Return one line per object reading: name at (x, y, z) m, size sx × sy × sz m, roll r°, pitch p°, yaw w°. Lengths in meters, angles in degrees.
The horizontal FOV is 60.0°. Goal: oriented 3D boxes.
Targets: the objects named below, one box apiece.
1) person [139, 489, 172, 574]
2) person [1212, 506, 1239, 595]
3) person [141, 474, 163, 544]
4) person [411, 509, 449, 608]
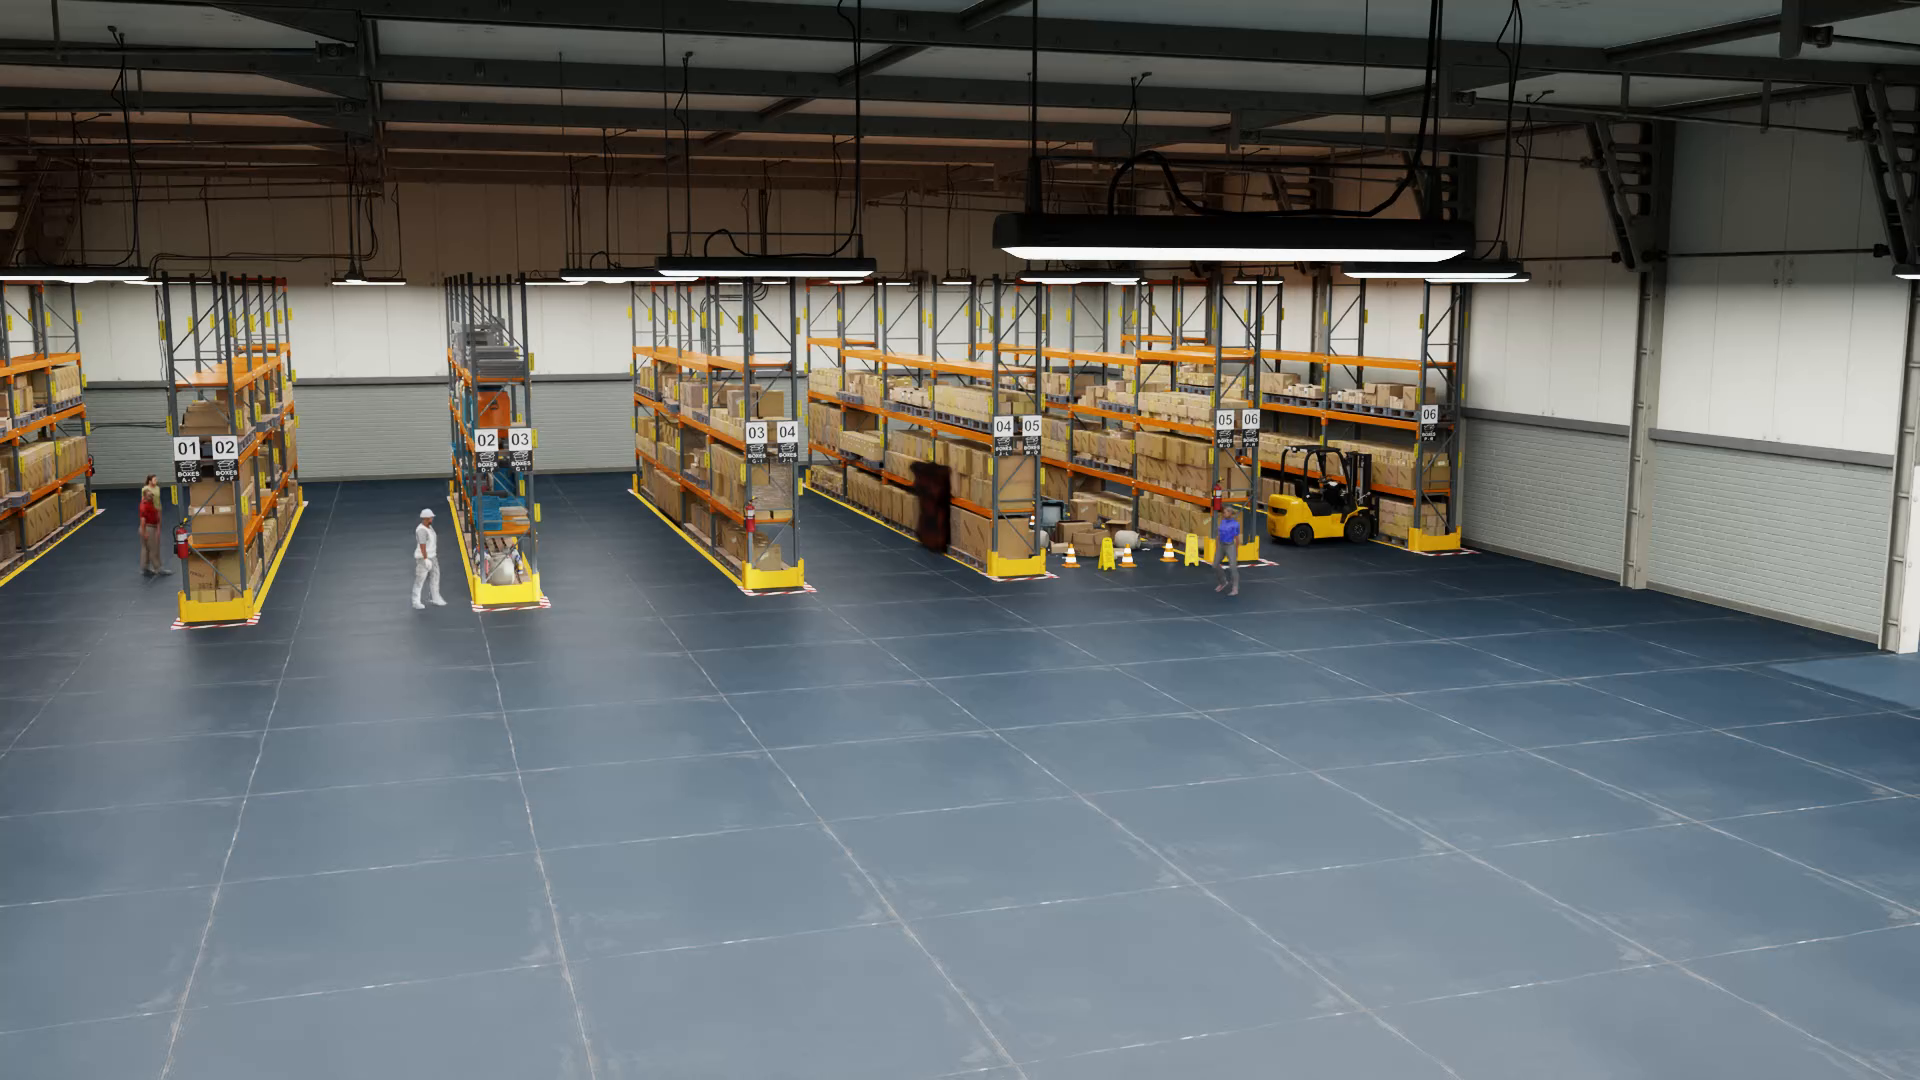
person at (-16.250, -0.170, 33.502) m, size 0.551 × 1.724 × 0.556 m, roll -5°, pitch 10°, yaw -29°
person at (5.029, 0.192, 31.314) m, size 0.369 × 1.667 × 0.556 m, roll -8°, pitch 12°, yaw -43°
person at (-17.951, -0.637, 36.960) m, size 0.408 × 1.599 × 0.946 m, roll -3°, pitch 9°, yaw -22°
person at (-9.614, 0.344, 30.015) m, size 0.508 × 1.826 × 0.662 m, roll 1°, pitch 9°, yaw 5°
